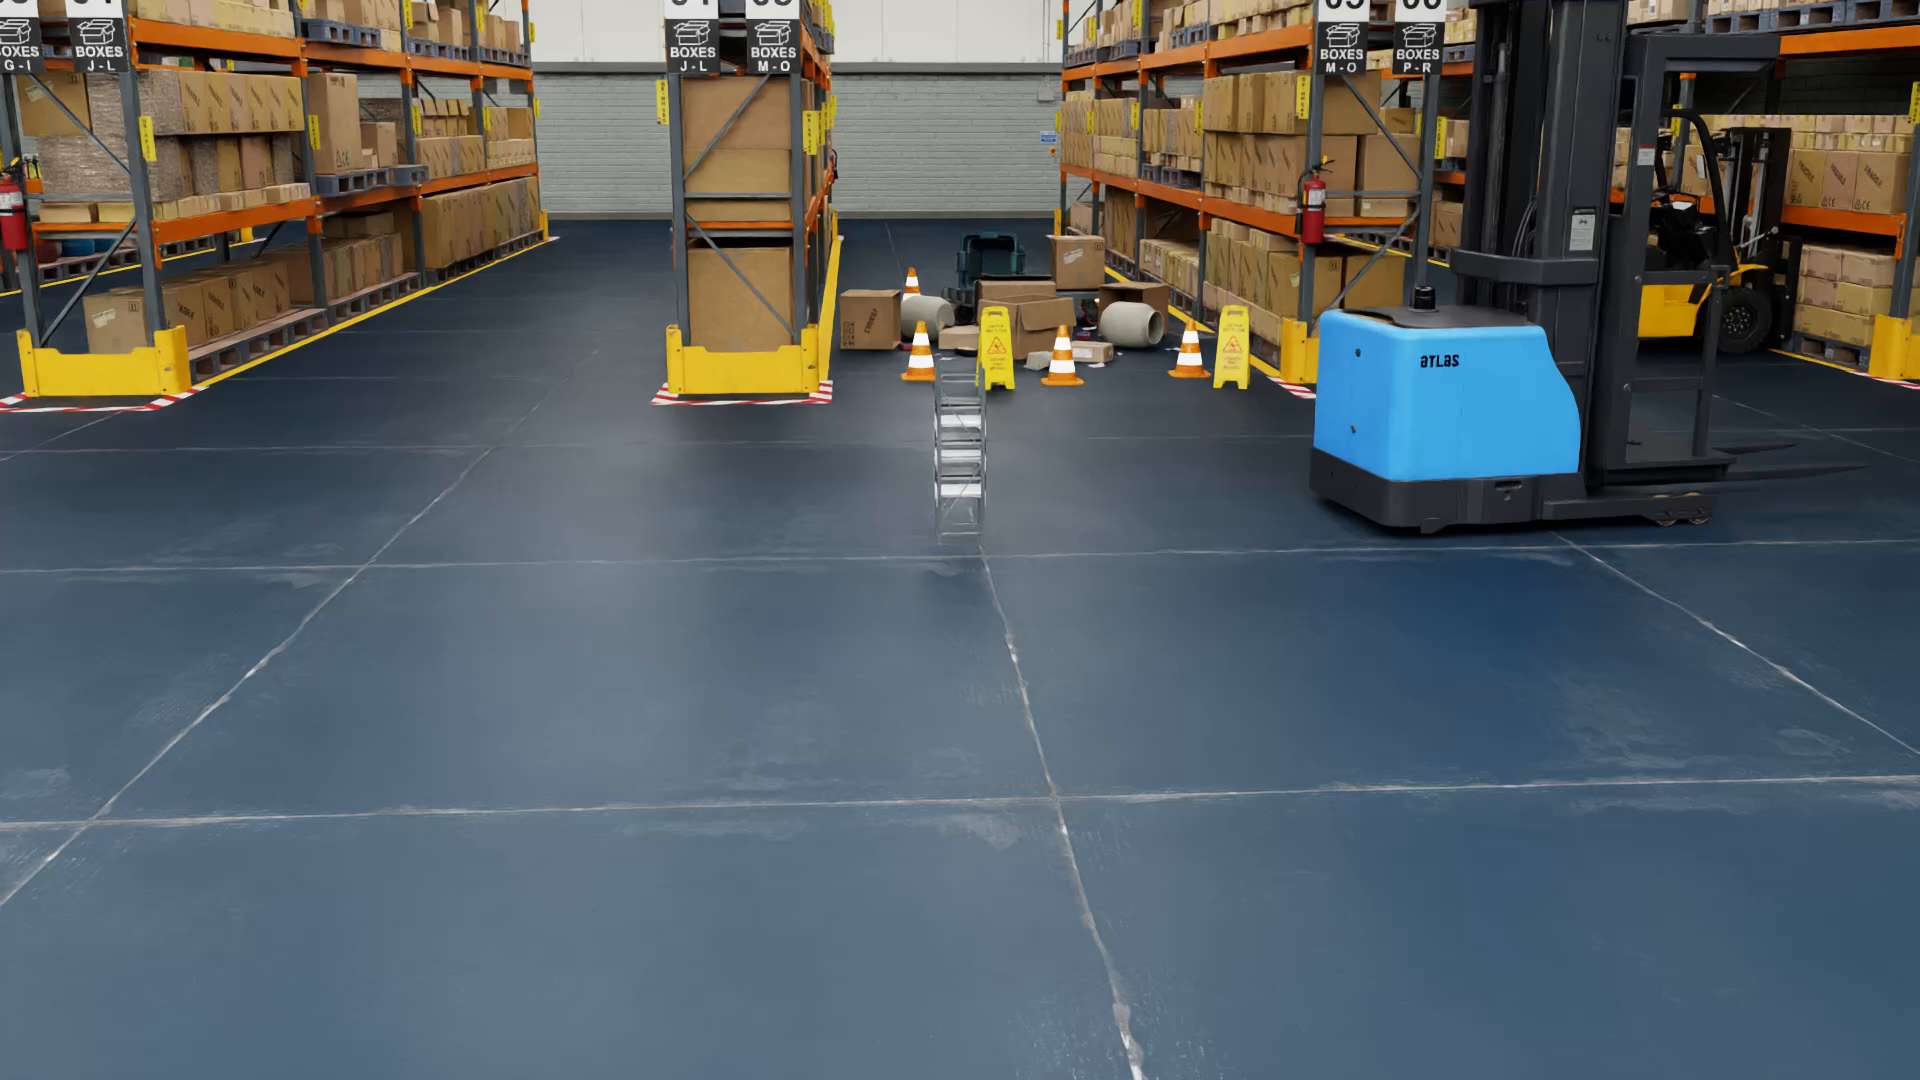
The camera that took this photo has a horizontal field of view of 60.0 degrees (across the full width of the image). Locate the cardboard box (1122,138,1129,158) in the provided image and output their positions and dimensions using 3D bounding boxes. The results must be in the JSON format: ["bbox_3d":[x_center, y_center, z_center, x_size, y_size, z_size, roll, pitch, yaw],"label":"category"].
[{"bbox_3d":[2.418,-5.149,21.816,0.500,0.250,0.500,-1,14,-5],"label":"cardboard box"}]

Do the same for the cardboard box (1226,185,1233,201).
[{"bbox_3d":[2.779,-3.346,16.016,0.380,0.149,0.250,0,14,-2],"label":"cardboard box"}]

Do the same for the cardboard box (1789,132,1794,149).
[{"bbox_3d":[7.772,-3.713,15.434,0.380,0.149,0.250,-1,14,-5],"label":"cardboard box"}]

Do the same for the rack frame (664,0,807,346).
[{"bbox_3d":[-1.702,-2.644,12.784,1.000,3.000,0.127,-1,14,-3],"label":"rack frame"}]

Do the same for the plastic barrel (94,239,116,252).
[{"bbox_3d":[-12.329,-4.552,23.568,0.600,0.901,0.708,-1,14,-3],"label":"plastic barrel"}]

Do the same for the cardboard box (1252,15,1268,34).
[{"bbox_3d":[2.791,-4.543,14.646,0.380,0.149,0.250,-1,14,-4],"label":"cardboard box"}]

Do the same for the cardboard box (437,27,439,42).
[{"bbox_3d":[-7.424,-6.916,22.703,0.500,0.311,0.500,-1,14,-5],"label":"cardboard box"}]

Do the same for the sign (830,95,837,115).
[{"bbox_3d":[-2.138,-7.341,28.080,0.100,0.325,0.005,-1,14,-3],"label":"sign"}]

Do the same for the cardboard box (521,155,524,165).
[{"bbox_3d":[-7.234,-6.113,26.769,0.380,0.149,0.250,-1,14,-5],"label":"cardboard box"}]

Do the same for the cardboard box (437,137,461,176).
[{"bbox_3d":[-7.011,-5.136,22.267,0.500,0.500,0.500,-1,14,-3],"label":"cardboard box"}]

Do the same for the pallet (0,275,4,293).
[{"bbox_3d":[-12.088,-2.962,19.616,1.003,0.211,1.213,-1,14,-3],"label":"pallet"}]

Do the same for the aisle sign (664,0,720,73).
[{"bbox_3d":[-1.997,-3.881,12.374,0.394,0.787,0.004,-1,14,-3],"label":"aisle sign"}]

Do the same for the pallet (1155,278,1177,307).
[{"bbox_3d":[2.856,-2.888,19.327,1.003,0.211,1.213,-1,14,-3],"label":"pallet"}]

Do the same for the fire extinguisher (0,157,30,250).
[{"bbox_3d":[-7.111,-2.520,12.455,0.296,0.674,0.183,-1,14,-3],"label":"fire extinguisher"}]

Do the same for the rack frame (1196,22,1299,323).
[{"bbox_3d":[2.985,-3.741,17.045,1.000,3.000,0.127,-1,14,-3],"label":"rack frame"}]

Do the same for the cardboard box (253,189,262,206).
[{"bbox_3d":[-6.572,-3.105,15.080,0.380,0.149,0.250,-1,14,-3],"label":"cardboard box"}]

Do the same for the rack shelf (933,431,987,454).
[{"bbox_3d":[0.000,-0.493,8.408,0.258,0.077,0.200,-1,14,-3],"label":"rack shelf"}]

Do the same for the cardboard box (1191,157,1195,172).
[{"bbox_3d":[2.678,-4.012,17.761,0.380,0.149,0.250,-1,14,-5],"label":"cardboard box"}]

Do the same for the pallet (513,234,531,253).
[{"bbox_3d":[-7.450,-4.721,26.453,1.003,0.211,1.213,-1,14,-3],"label":"pallet"}]

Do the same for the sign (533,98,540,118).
[{"bbox_3d":[-7.107,-7.252,27.895,0.100,0.325,0.005,-1,14,-3],"label":"sign"}]

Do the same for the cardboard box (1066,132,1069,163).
[{"bbox_3d":[2.043,-6.524,27.663,0.500,0.500,0.500,-1,14,-4],"label":"cardboard box"}]

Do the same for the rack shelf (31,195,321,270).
[{"bbox_3d":[-6.782,-2.742,14.607,1.077,0.370,4.000,-1,14,-3],"label":"rack shelf"}]

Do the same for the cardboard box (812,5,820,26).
[{"bbox_3d":[-1.810,-5.959,18.402,0.500,0.500,0.500,-1,14,-3],"label":"cardboard box"}]

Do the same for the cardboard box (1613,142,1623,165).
[{"bbox_3d":[7.588,-4.361,18.754,0.500,0.250,0.500,-1,14,-2],"label":"cardboard box"}]

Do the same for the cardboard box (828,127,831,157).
[{"bbox_3d":[-2.258,-6.197,25.794,0.500,0.500,0.500,-1,14,-5],"label":"cardboard box"}]

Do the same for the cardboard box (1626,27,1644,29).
[{"bbox_3d":[7.555,-6.129,19.063,0.500,0.500,0.500,-1,14,-2],"label":"cardboard box"}]

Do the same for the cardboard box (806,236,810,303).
[{"bbox_3d":[-2.078,-2.906,17.473,1.050,0.750,0.750,-1,14,-4],"label":"cardboard box"}]

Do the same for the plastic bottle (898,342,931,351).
[{"bbox_3d":[-0.418,-1.790,15.362,0.283,0.061,0.133,-6,16,-23],"label":"plastic bottle"}]

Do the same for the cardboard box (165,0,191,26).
[{"bbox_3d":[-6.469,-4.225,13.208,0.500,0.250,0.500,-1,14,-5],"label":"cardboard box"}]

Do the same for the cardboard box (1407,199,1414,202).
[{"bbox_3d":[7.152,-5.429,27.779,0.700,0.500,0.500,0,14,-1],"label":"cardboard box"}]

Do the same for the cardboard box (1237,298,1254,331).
[{"bbox_3d":[2.852,-2.074,15.241,0.500,0.250,0.500,-1,14,-5],"label":"cardboard box"}]

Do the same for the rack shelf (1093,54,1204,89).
[{"bbox_3d":[2.613,-6.337,22.561,1.077,0.370,4.000,-1,14,-3],"label":"rack shelf"}]

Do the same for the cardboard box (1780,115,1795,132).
[{"bbox_3d":[7.854,-3.860,15.410,0.380,0.149,0.250,-1,14,-3],"label":"cardboard box"}]

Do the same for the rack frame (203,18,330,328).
[{"bbox_3d":[-6.906,-3.588,16.451,1.000,3.000,0.127,-1,14,-3],"label":"rack frame"}]

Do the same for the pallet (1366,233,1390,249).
[{"bbox_3d":[7.323,-4.932,27.273,1.003,0.211,1.213,-1,14,-3],"label":"pallet"}]

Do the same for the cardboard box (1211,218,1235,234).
[{"bbox_3d":[2.700,-3.107,16.450,0.380,0.149,0.250,-1,14,-3],"label":"cardboard box"}]

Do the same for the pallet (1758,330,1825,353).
[{"bbox_3d":[8.025,-1.965,15.741,1.003,0.211,1.213,-1,14,-3],"label":"pallet"}]

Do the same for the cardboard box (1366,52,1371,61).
[{"bbox_3d":[7.002,-8.086,27.618,0.500,0.250,0.500,-1,14,-2],"label":"cardboard box"}]

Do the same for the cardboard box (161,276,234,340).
[{"bbox_3d":[-6.772,-2.045,14.630,0.500,0.500,0.500,0,14,2],"label":"cardboard box"}]

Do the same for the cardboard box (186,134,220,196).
[{"bbox_3d":[-6.804,-3.170,14.030,0.875,0.500,0.500,-1,14,-3],"label":"cardboard box"}]

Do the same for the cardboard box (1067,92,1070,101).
[{"bbox_3d":[1.976,-7.349,27.559,0.380,0.149,0.250,0,14,-2],"label":"cardboard box"}]

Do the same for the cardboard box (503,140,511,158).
[{"bbox_3d":[-7.233,-6.022,25.616,0.500,0.250,0.500,-1,14,-2],"label":"cardboard box"}]

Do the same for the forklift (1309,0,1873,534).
[{"bbox_3d":[3.540,-1.620,8.940,3.031,2.935,1.130,-3,15,-12],"label":"forklift"}]

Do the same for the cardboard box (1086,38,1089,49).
[{"bbox_3d":[2.114,-7.533,25.224,0.380,0.149,0.250,-1,14,-2],"label":"cardboard box"}]

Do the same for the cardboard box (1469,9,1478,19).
[{"bbox_3d":[7.580,-7.595,24.038,0.396,0.266,0.258,-1,14,-3],"label":"cardboard box"}]

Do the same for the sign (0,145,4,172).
[{"bbox_3d":[-11.549,-4.595,20.039,0.100,0.325,0.005,-1,14,-3],"label":"sign"}]

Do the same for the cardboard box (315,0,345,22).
[{"bbox_3d":[-6.896,-5.647,17.382,0.797,0.503,0.637,0,14,-1],"label":"cardboard box"}]

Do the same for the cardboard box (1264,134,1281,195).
[{"bbox_3d":[2.897,-3.194,14.122,0.500,0.500,0.500,-1,14,-3],"label":"cardboard box"}]

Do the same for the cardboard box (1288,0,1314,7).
[{"bbox_3d":[2.932,-4.393,13.265,0.500,0.250,0.500,-1,14,-4],"label":"cardboard box"}]

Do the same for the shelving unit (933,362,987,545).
[{"bbox_3d":[0.000,-0.438,8.422,0.258,0.900,0.210,-1,14,-3],"label":"shelving unit"}]

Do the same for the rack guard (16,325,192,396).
[{"bbox_3d":[-6.663,-1.401,12.969,1.175,0.500,0.348,-1,14,-3],"label":"rack guard"}]

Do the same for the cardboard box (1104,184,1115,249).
[{"bbox_3d":[2.607,-4.752,24.396,0.875,0.875,0.875,0,14,-2],"label":"cardboard box"}]

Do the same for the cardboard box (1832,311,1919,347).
[{"bbox_3d":[7.842,-1.807,14.206,0.500,0.250,0.500,-1,14,-3],"label":"cardboard box"}]

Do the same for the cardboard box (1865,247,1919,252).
[{"bbox_3d":[8.311,-2.426,14.605,0.500,0.250,0.500,-1,14,-3],"label":"cardboard box"}]

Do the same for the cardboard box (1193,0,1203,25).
[{"bbox_3d":[2.777,-5.593,17.683,0.500,0.250,0.500,-1,14,-3],"label":"cardboard box"}]
